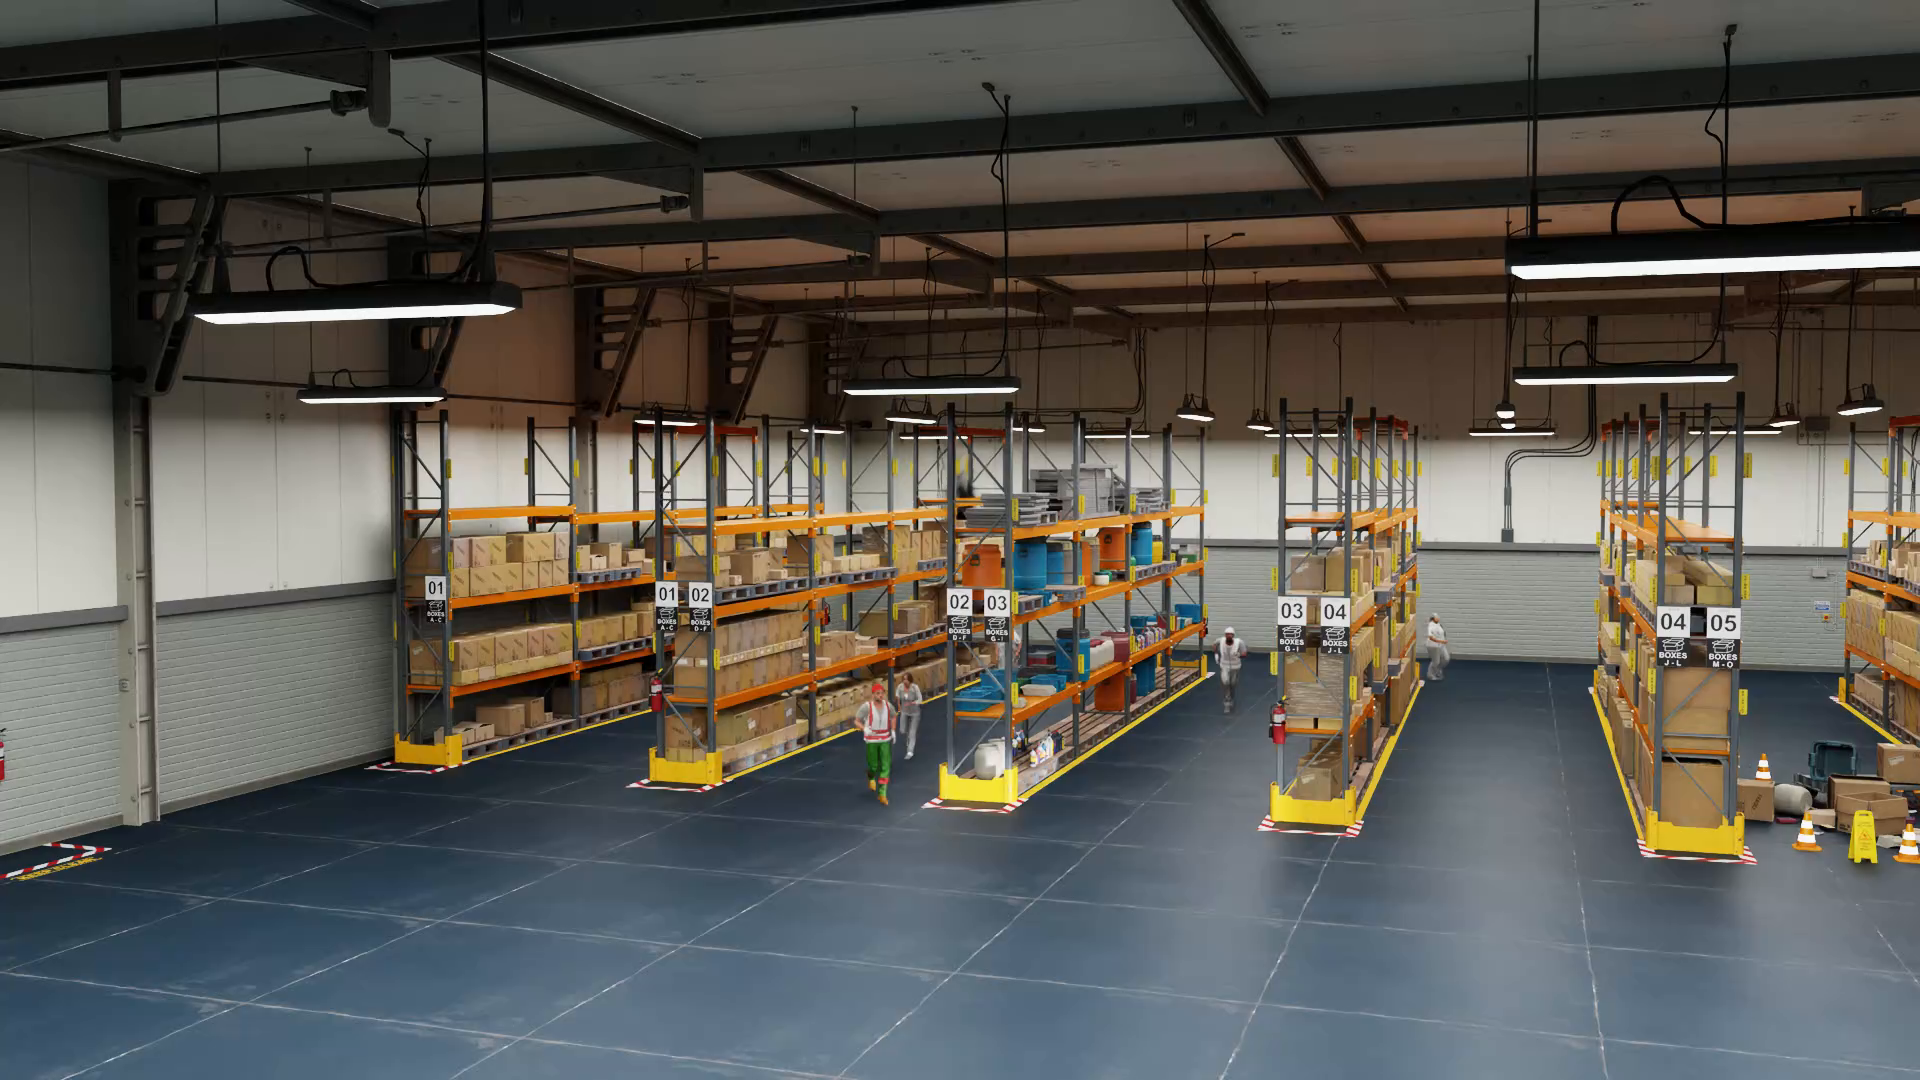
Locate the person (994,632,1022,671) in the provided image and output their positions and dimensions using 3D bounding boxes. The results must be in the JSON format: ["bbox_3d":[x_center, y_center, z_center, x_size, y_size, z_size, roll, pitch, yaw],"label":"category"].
[{"bbox_3d":[1.039,2.617,36.037,0.663,1.776,0.961,1,3,18],"label":"person"}]

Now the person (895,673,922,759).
[{"bbox_3d":[-0.896,3.022,28.573,0.525,1.526,0.669,0,2,11],"label":"person"}]

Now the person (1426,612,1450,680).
[{"bbox_3d":[11.229,2.518,39.179,0.586,1.646,0.663,2,3,44],"label":"person"}]

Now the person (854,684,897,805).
[{"bbox_3d":[-1.254,3.051,25.115,0.697,1.783,0.847,-1,3,-18],"label":"person"}]

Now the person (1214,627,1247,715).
[{"bbox_3d":[5.570,2.666,34.274,0.675,1.792,0.985,0,2,7],"label":"person"}]
